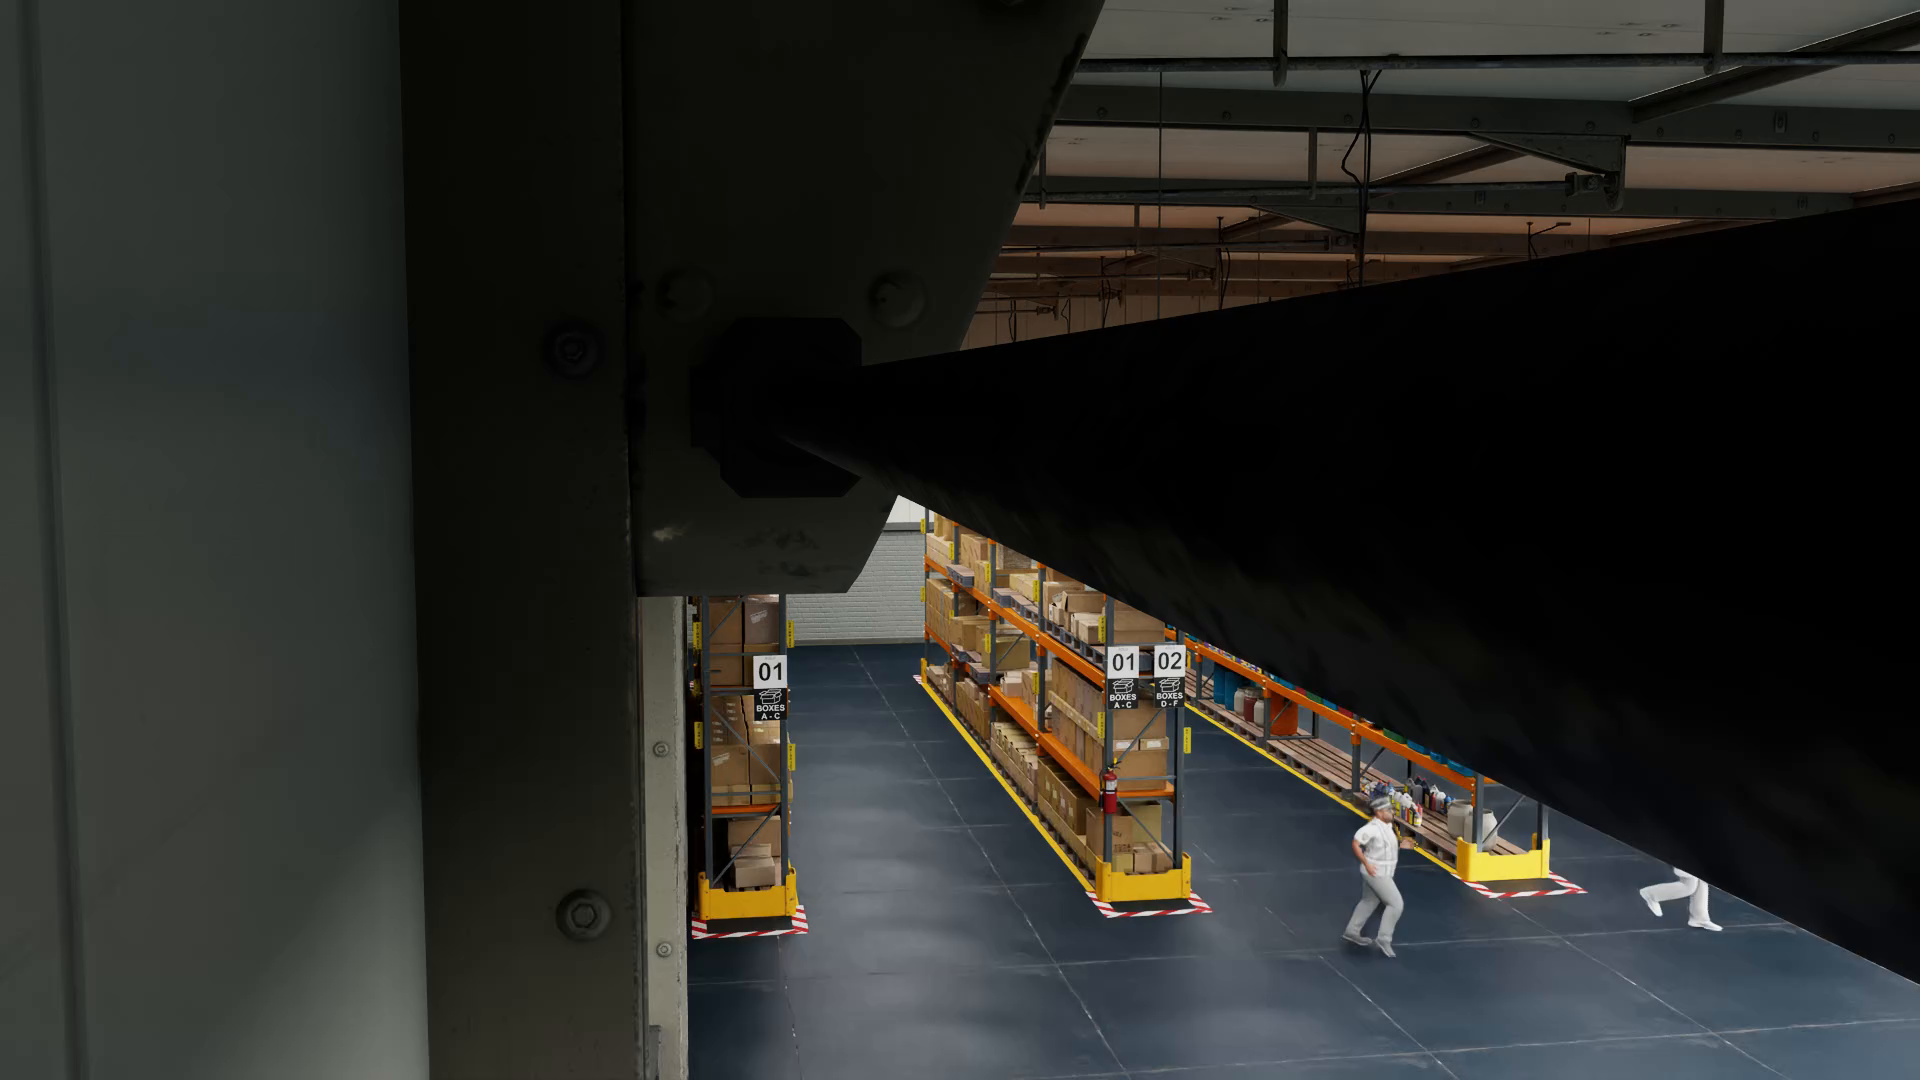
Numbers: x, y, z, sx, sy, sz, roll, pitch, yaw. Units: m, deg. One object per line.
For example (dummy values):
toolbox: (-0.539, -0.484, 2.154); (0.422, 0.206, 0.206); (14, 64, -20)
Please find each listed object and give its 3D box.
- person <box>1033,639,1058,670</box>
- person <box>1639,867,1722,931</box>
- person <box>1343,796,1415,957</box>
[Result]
person: (1.902, 2.328, 35.527); (0.691, 1.736, 0.517); (-2, 5, -21)
person: (8.573, 3.730, 19.728); (0.923, 1.779, 0.724); (2, 5, 20)
person: (4.759, 3.809, 18.889); (0.777, 1.859, 0.624); (2, 5, 18)
